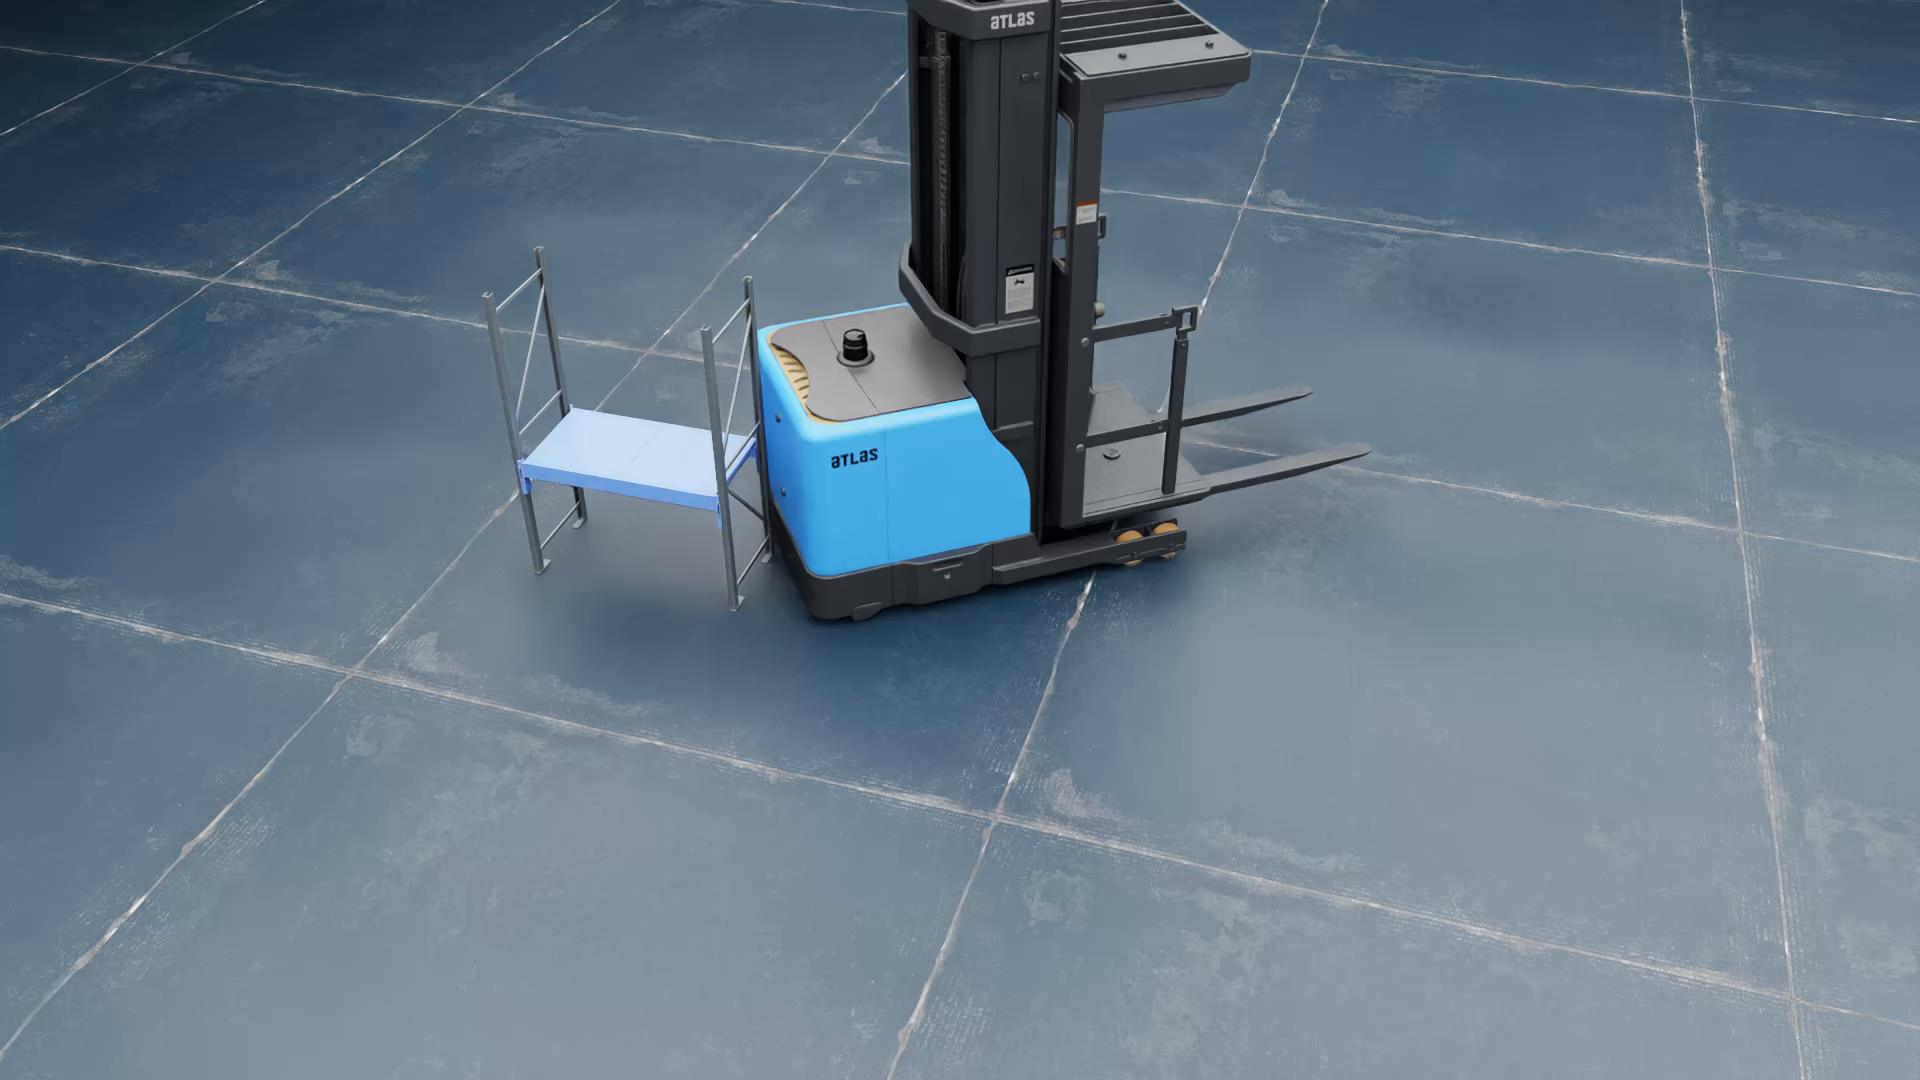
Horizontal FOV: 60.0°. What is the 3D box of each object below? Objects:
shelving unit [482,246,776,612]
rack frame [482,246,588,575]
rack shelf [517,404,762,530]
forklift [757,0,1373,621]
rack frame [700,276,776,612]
[{"bbox_3d":[-1.481,-0.496,7.658,1.048,1.500,0.538,10,38,13],"label":"shelving unit"},{"bbox_3d":[-1.968,-0.582,7.775,0.032,1.500,0.500,10,38,13],"label":"rack frame"},{"bbox_3d":[-1.481,-0.351,7.765,1.000,0.185,0.538,10,38,13],"label":"rack shelf"},{"bbox_3d":[0.577,-1.339,7.597,3.031,2.935,1.130,-12,38,-16],"label":"forklift"},{"bbox_3d":[-0.993,-0.410,7.542,0.032,1.500,0.500,10,38,13],"label":"rack frame"}]
